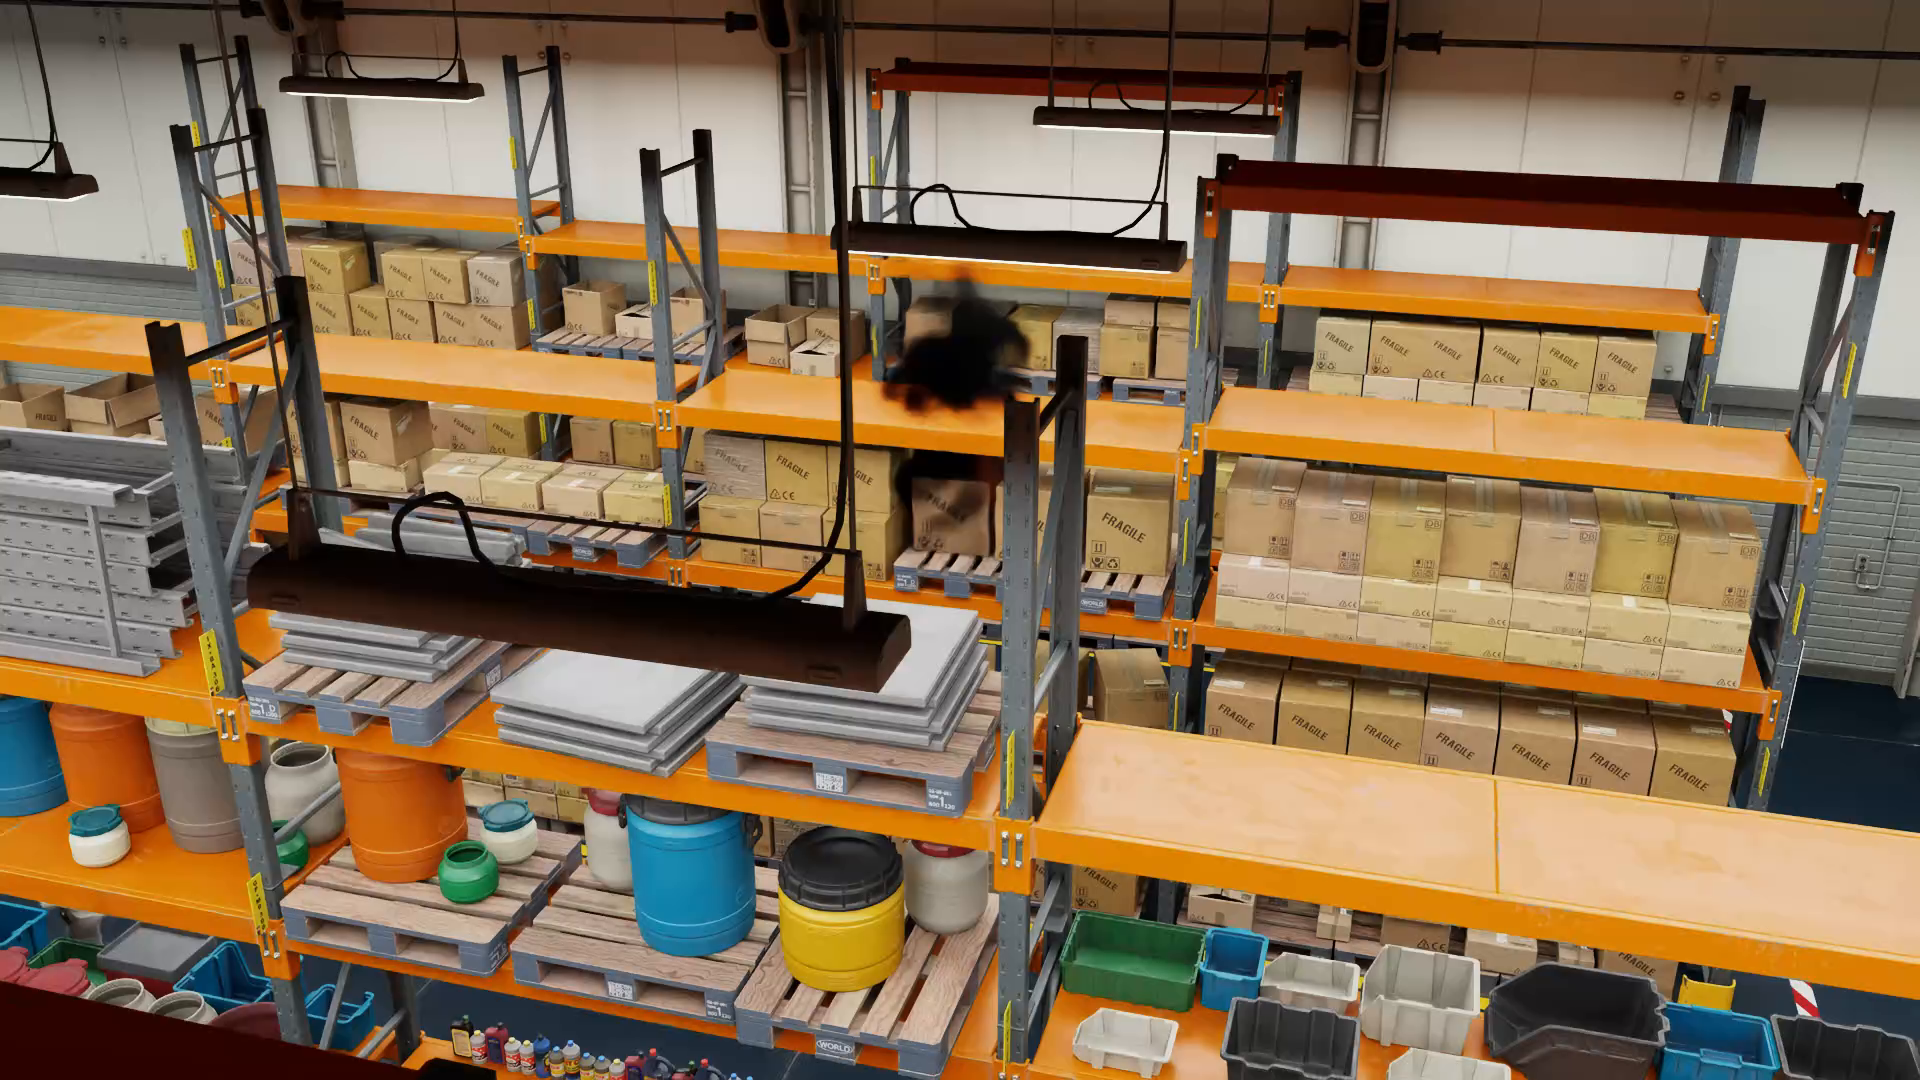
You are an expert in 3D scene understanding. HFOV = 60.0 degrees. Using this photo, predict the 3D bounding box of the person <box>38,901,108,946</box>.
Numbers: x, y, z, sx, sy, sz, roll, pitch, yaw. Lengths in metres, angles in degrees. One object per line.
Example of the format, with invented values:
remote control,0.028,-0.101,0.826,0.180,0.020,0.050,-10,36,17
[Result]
person,-6.396,2.689,12.115,0.692,1.641,0.583,4,23,9
